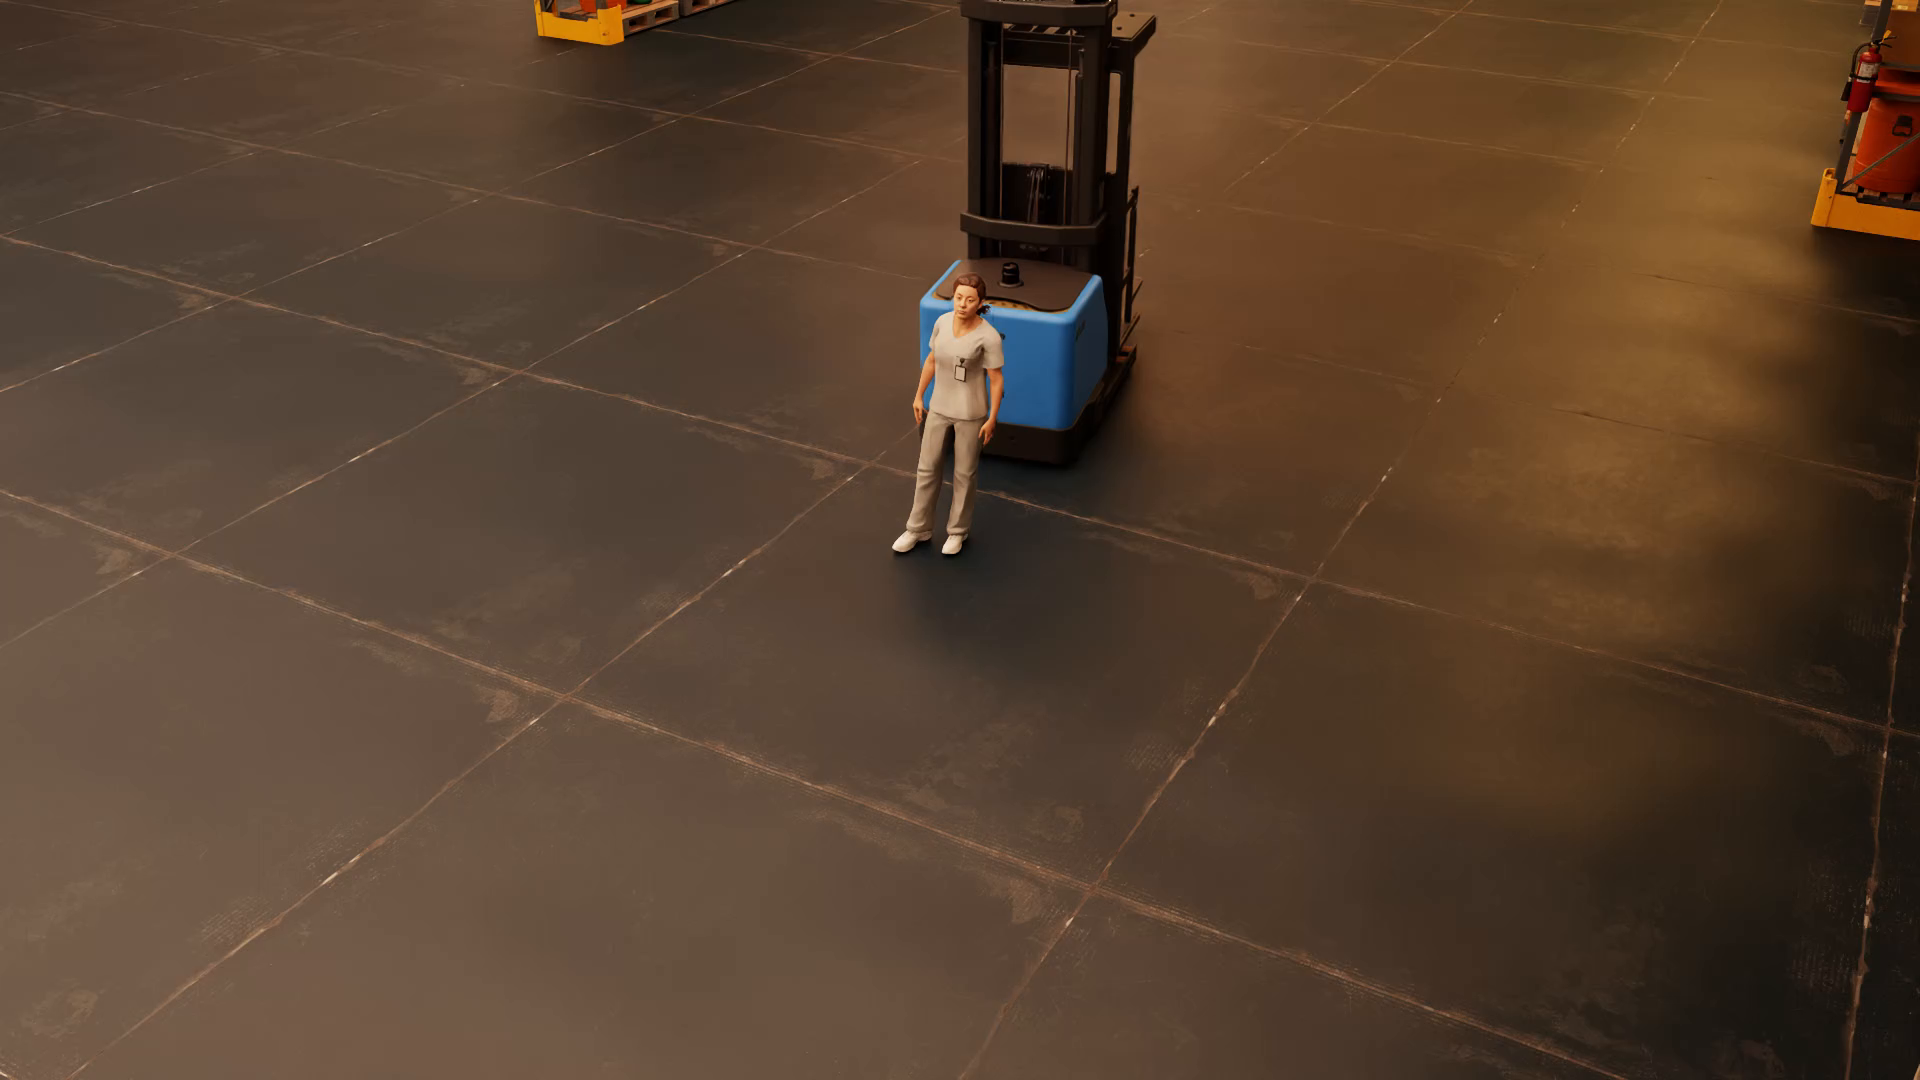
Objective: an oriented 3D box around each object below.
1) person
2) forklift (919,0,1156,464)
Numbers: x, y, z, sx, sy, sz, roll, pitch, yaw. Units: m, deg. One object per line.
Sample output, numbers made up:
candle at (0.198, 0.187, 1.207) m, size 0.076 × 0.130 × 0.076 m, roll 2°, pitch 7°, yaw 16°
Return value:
person at (-0.048, -0.703, 9.530) m, size 0.550 × 1.673 × 0.548 m, roll 15°, pitch 33°, yaw 25°
forklift at (0.662, -2.485, 11.376) m, size 1.130 × 2.935 × 3.031 m, roll 9°, pitch 31°, yaw 15°
